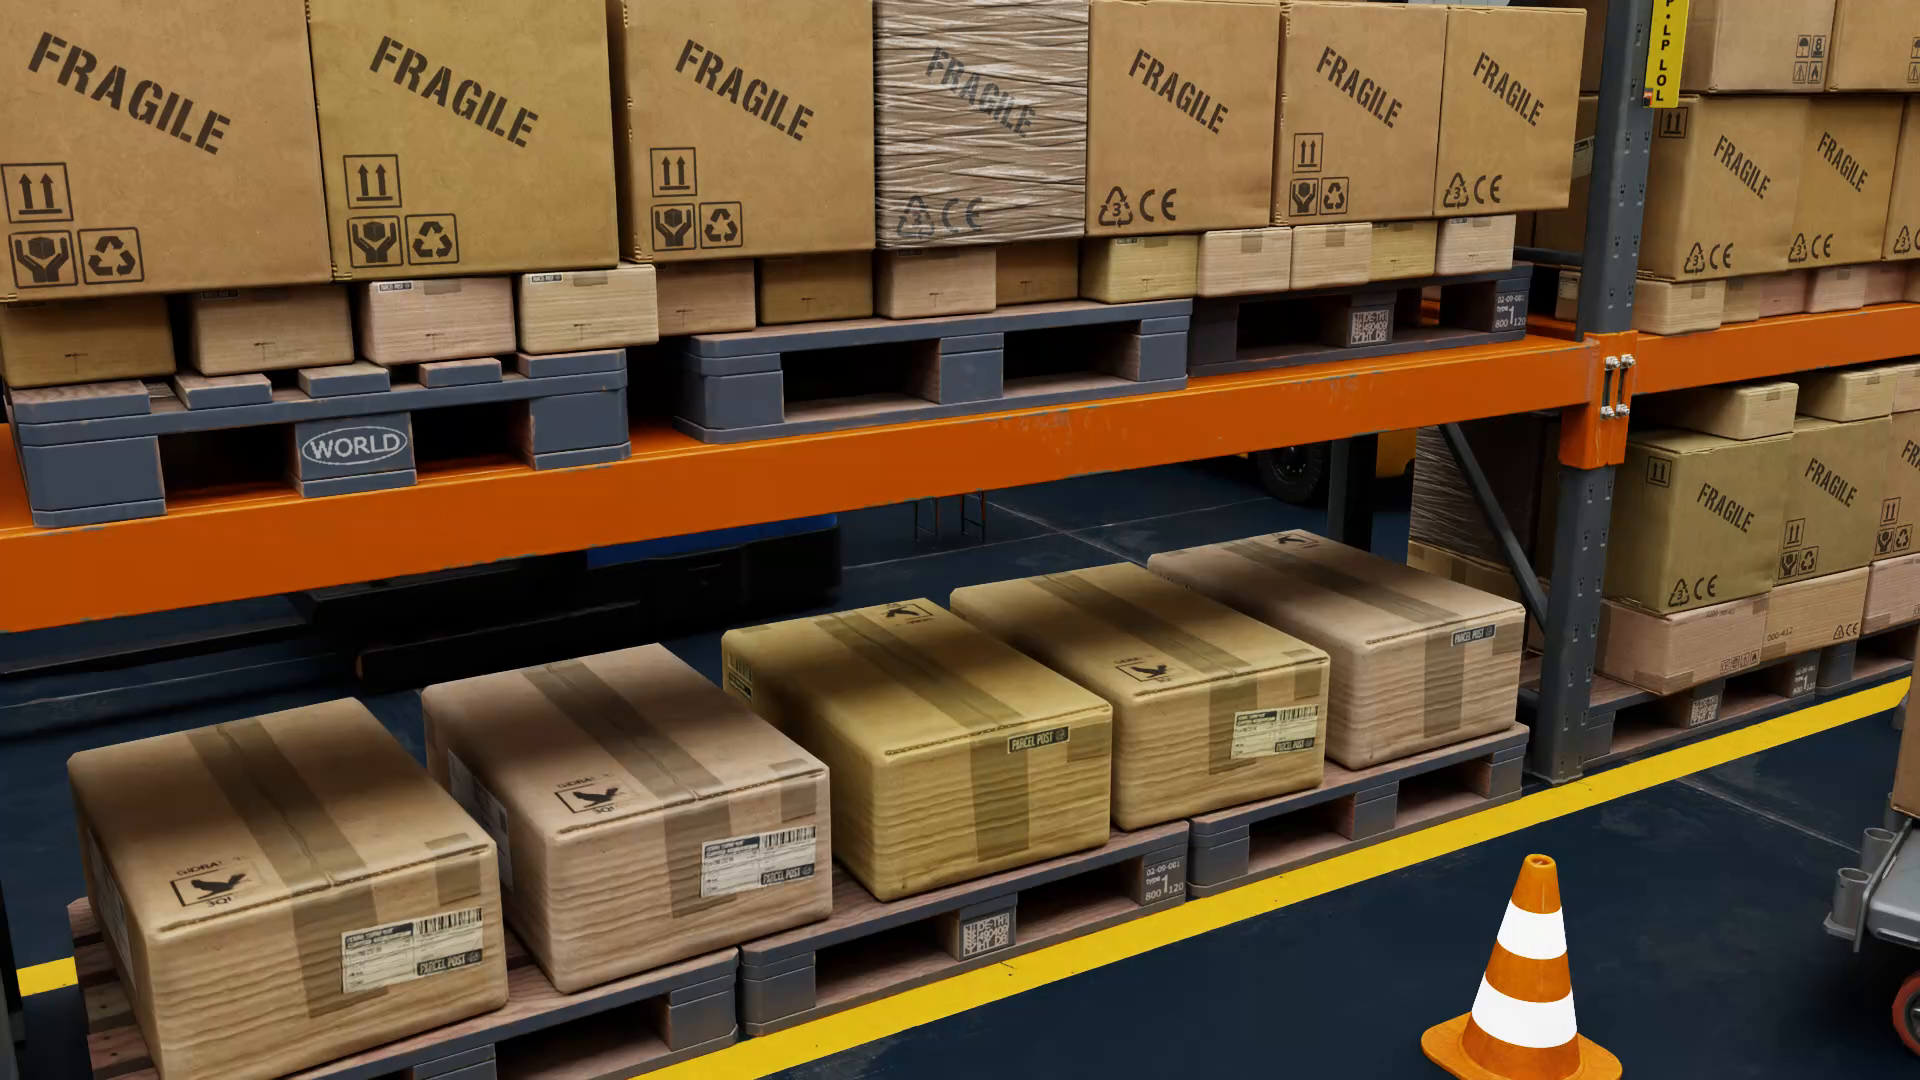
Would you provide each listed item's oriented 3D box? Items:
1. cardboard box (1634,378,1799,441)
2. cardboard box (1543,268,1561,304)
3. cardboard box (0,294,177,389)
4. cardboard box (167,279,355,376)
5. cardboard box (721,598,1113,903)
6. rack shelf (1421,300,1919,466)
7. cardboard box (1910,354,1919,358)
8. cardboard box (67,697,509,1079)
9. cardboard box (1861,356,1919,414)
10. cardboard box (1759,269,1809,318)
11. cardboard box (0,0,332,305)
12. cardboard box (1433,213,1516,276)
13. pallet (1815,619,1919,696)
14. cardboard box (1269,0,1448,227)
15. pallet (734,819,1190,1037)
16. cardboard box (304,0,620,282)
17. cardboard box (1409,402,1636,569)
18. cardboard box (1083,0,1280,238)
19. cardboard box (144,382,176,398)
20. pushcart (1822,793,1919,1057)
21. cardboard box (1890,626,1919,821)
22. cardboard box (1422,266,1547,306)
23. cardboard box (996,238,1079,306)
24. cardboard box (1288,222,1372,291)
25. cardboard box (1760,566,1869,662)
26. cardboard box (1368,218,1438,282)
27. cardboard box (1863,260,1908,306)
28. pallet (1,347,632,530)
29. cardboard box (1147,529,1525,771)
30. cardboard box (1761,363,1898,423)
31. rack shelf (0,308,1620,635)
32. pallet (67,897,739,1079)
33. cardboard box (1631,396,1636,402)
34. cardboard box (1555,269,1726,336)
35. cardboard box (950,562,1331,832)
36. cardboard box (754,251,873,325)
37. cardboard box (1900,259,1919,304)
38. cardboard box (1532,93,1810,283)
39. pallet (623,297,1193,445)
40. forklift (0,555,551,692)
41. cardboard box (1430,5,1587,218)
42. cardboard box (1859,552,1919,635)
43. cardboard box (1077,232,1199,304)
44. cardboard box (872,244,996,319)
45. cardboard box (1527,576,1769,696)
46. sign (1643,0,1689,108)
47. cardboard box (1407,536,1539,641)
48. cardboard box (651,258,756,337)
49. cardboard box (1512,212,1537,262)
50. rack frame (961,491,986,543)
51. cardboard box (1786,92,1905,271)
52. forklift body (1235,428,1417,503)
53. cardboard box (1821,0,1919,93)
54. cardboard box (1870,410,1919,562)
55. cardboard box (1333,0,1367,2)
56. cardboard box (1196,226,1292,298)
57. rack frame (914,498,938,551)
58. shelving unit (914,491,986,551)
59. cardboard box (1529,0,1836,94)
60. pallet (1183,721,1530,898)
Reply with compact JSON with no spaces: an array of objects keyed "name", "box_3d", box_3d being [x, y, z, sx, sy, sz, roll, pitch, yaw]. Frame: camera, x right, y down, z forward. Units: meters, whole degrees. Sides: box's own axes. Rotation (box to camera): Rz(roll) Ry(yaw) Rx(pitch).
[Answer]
[{"name":"cardboard box","box_3d":[2.305,-0.421,5.080,0.250,0.149,0.380,-9,18,-29]},{"name":"cardboard box","box_3d":[1.851,-0.877,5.447,0.250,0.149,0.380,-9,18,-28]},{"name":"cardboard box","box_3d":[-1.532,-0.374,2.874,0.250,0.149,0.380,-10,19,-33]},{"name":"cardboard box","box_3d":[-1.273,-0.405,2.986,0.250,0.149,0.380,-11,19,-33]},{"name":"cardboard box","box_3d":[-0.136,0.488,4.203,0.625,0.372,0.950,-9,18,-28]},{"name":"rack shelf","box_3d":[3.237,-0.778,5.961,4.000,0.370,1.077,-9,18,-30]},{"name":"cardboard box","box_3d":[3.651,-0.517,6.622,0.500,0.500,0.500,-10,19,-32]},{"name":"cardboard box","box_3d":[-1.417,0.696,3.459,0.625,0.372,0.950,-11,19,-33]},{"name":"cardboard box","box_3d":[2.974,-0.531,5.473,0.250,0.149,0.380,-8,18,-27]},{"name":"cardboard box","box_3d":[2.359,-0.786,5.123,0.250,0.149,0.380,-9,18,-30]},{"name":"cardboard box","box_3d":[-1.402,-0.693,2.811,0.500,0.500,0.500,-10,18,-31]},{"name":"cardboard box","box_3d":[1.223,-0.792,4.367,0.250,0.149,0.380,-9,18,-29]},{"name":"pallet","box_3d":[3.127,0.224,6.220,1.213,0.211,1.003,-9,18,-30]},{"name":"cardboard box","box_3d":[0.820,-1.054,4.097,0.500,0.500,0.500,-9,18,-29]},{"name":"pallet","box_3d":[-0.191,0.775,4.253,1.213,0.211,1.003,-9,18,-30]},{"name":"cardboard box","box_3d":[-0.959,-0.767,3.075,0.500,0.500,0.500,-8,18,-27]},{"name":"cardboard box","box_3d":[1.891,-0.230,5.600,0.500,0.500,0.500,-9,18,-30]},{"name":"cardboard box","box_3d":[0.375,-0.983,3.846,0.500,0.500,0.500,-9,18,-28]},{"name":"cardboard box","box_3d":[-3.924,-0.581,7.546,0.625,0.625,0.875,-9,18,-28]},{"name":"pushcart","box_3d":[2.739,0.937,3.369,1.648,0.377,0.936,12,20,37]},{"name":"cardboard box","box_3d":[2.465,0.400,3.653,0.500,0.500,0.500,-9,18,-30]},{"name":"cardboard box","box_3d":[1.641,-0.841,5.317,0.250,0.149,0.380,-9,18,-30]},{"name":"cardboard box","box_3d":[0.063,-0.641,3.827,0.250,0.149,0.380,-10,18,-32]},{"name":"cardboard box","box_3d":[0.786,-0.716,4.093,0.250,0.149,0.380,-10,18,-31]},{"name":"cardboard box","box_3d":[2.619,0.179,5.531,0.500,0.250,0.500,-8,18,-27]},{"name":"cardboard box","box_3d":[0.988,-0.760,4.250,0.250,0.149,0.380,-10,18,-31]},{"name":"cardboard box","box_3d":[2.802,-0.857,5.375,0.250,0.149,0.380,-9,18,-30]},{"name":"pallet","box_3d":[-1.351,-0.322,3.356,1.003,0.211,1.213,-9,18,-30]},{"name":"cardboard box","box_3d":[1.074,0.290,4.908,0.625,0.372,0.950,-9,18,-29]},{"name":"cardboard box","box_3d":[2.745,-0.493,5.337,0.250,0.149,0.380,-8,18,-28]},{"name":"rack shelf","box_3d":[-0.192,-0.222,3.978,4.000,0.370,1.077,-9,18,-30]},{"name":"pallet","box_3d":[-1.236,0.944,3.651,1.213,0.211,1.003,-9,18,-30]},{"name":"cardboard box","box_3d":[2.326,-0.301,5.854,0.500,0.500,0.500,-9,18,-29]},{"name":"cardboard box","box_3d":[1.957,-0.695,4.798,0.250,0.149,0.380,-9,18,-30]},{"name":"cardboard box","box_3d":[0.459,0.391,4.549,0.625,0.372,0.950,-8,18,-26]},{"name":"cardboard box","box_3d":[-0.379,-0.566,3.559,0.250,0.149,0.380,-8,18,-28]},{"name":"cardboard box","box_3d":[3.059,-0.871,5.424,0.250,0.149,0.380,-9,18,-29]},{"name":"cardboard box","box_3d":[2.043,-1.035,4.807,0.500,0.500,0.500,-9,18,-30]},{"name":"pallet","box_3d":[-0.231,-0.483,3.930,1.213,0.211,1.003,-9,18,-30]},{"name":"forklift","box_3d":[-1.983,-1.063,5.773,3.031,2.935,1.121,-10,19,-32]},{"name":"cardboard box","box_3d":[1.244,-1.123,4.344,0.500,0.500,0.500,-10,18,-31]},{"name":"cardboard box","box_3d":[3.072,0.105,5.796,0.500,0.250,0.500,-9,18,-30]},{"name":"cardboard box","box_3d":[0.341,-0.654,3.873,0.250,0.149,0.380,-9,18,-30]},{"name":"cardboard box","box_3d":[-0.122,-0.587,3.635,0.250,0.149,0.380,-9,18,-28]},{"name":"cardboard box","box_3d":[2.167,0.256,5.257,0.500,0.250,0.500,-10,19,-32]},{"name":"sign","box_3d":[1.811,-1.276,4.260,0.005,0.325,0.100,-9,18,-30]},{"name":"cardboard box","box_3d":[1.891,0.131,5.702,0.500,0.250,0.500,-8,18,-27]},{"name":"cardboard box","box_3d":[-0.601,-0.518,3.387,0.250,0.149,0.380,-8,18,-26]},{"name":"cardboard box","box_3d":[1.775,-1.157,5.244,0.500,0.500,0.500,-10,18,-31]},{"name":"rack frame","box_3d":[0.059,-0.515,7.302,0.008,1.050,0.200,-9,18,-30]},{"name":"cardboard box","box_3d":[2.461,-1.110,5.075,0.500,0.500,0.500,-9,18,-30]},{"name":"forklift body","box_3d":[1.706,-1.456,8.619,1.214,2.155,2.313,-9,18,-30]},{"name":"cardboard box","box_3d":[2.460,-1.596,4.958,0.500,0.500,0.700,-9,18,-29]},{"name":"cardboard box","box_3d":[3.065,-0.254,5.686,0.500,0.500,0.500,-8,18,-27]},{"name":"cardboard box","box_3d":[0.937,-1.569,4.733,0.250,0.149,0.380,-9,18,-30]},{"name":"cardboard box","box_3d":[0.569,-0.679,3.964,0.250,0.149,0.380,-9,18,-29]},{"name":"rack frame","box_3d":[-0.150,-0.481,7.181,0.008,1.050,0.200,-9,18,-30]},{"name":"shelving unit","box_3d":[-0.046,-0.498,7.242,0.252,1.050,0.215,-9,18,-30]},{"name":"cardboard box","box_3d":[2.011,-1.530,4.723,0.500,0.500,0.700,-9,18,-30]},{"name":"pallet","box_3d":[0.856,0.605,4.861,1.213,0.211,1.003,-9,18,-30]}]
